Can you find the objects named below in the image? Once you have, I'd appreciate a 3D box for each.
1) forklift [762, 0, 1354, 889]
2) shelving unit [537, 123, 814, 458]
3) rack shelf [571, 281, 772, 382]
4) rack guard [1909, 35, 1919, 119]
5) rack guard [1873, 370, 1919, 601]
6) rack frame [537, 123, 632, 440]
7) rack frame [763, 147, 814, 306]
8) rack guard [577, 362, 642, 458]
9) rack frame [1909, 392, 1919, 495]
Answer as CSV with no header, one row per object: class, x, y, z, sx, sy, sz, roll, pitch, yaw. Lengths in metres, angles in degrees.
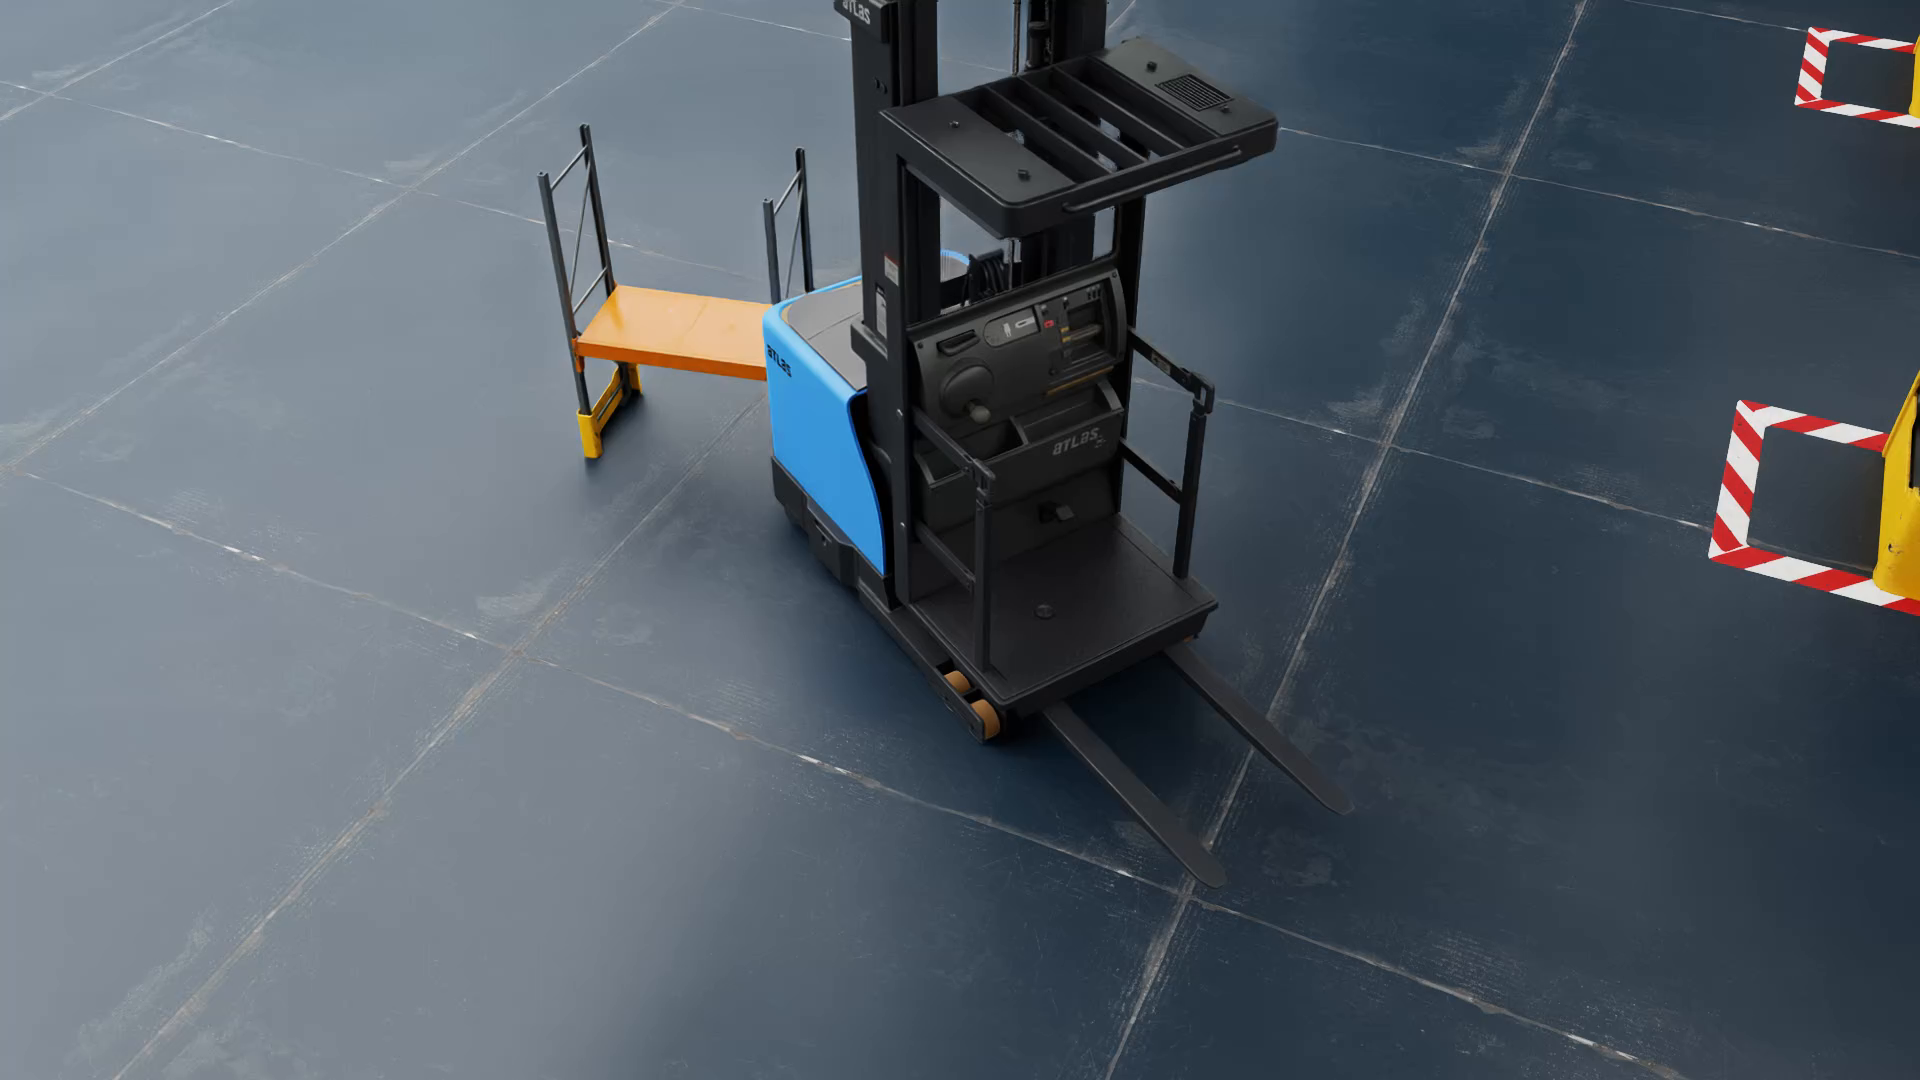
forklift,0.355,-0.656,6.153,1.130,2.935,3.031,-23,46,-24
shelving unit,-1.245,-1.083,7.738,1.083,1.500,0.587,9,42,10
rack shelf,-1.253,-0.948,7.857,1.000,0.185,0.538,9,42,10
rack guard,6.570,-3.241,10.991,0.348,0.500,1.175,17,44,19
rack guard,4.456,-0.273,7.567,0.348,0.500,1.175,17,44,19
rack frame,-1.749,-1.160,7.826,0.032,1.500,0.500,9,42,10
rack frame,-0.758,-1.009,7.652,0.032,1.500,0.500,9,42,10
rack guard,-1.730,-0.684,8.232,0.087,0.250,0.587,9,42,10
rack frame,4.387,-1.238,6.773,0.127,3.000,1.000,17,44,19
